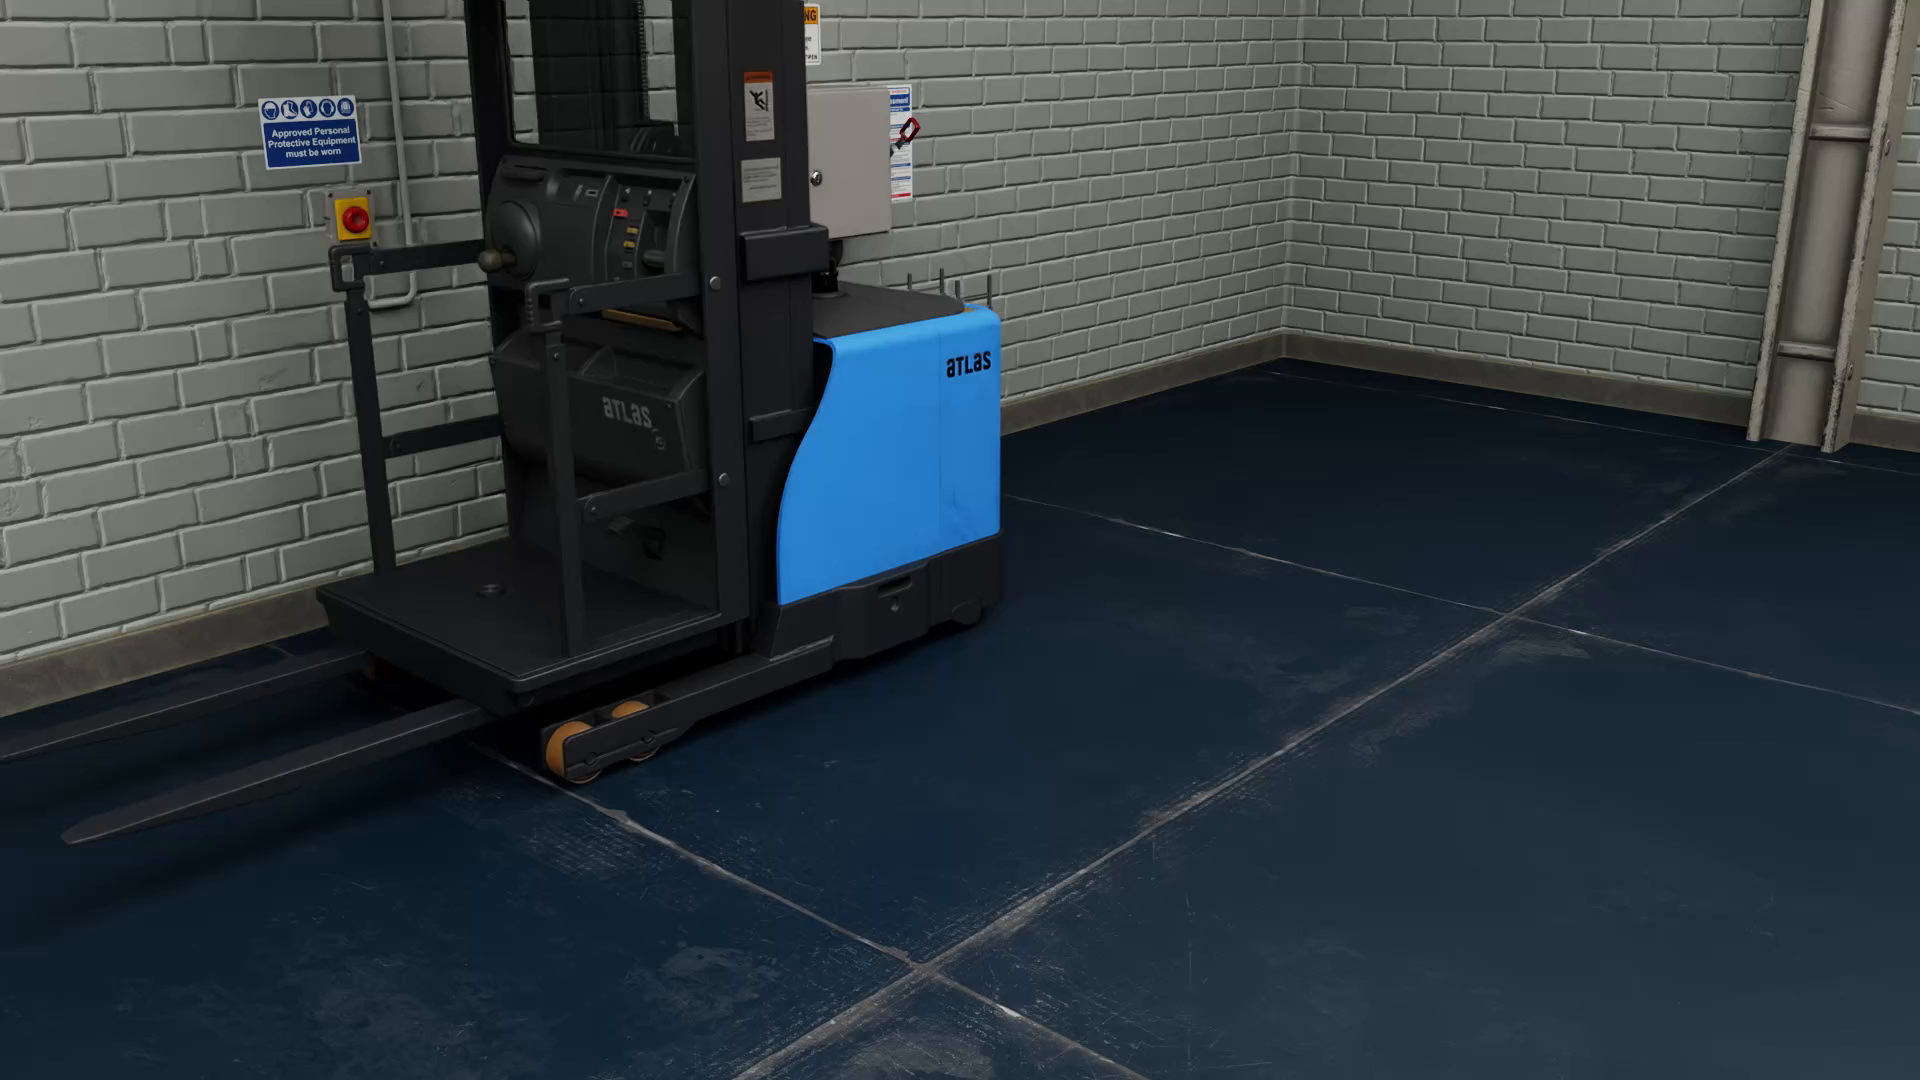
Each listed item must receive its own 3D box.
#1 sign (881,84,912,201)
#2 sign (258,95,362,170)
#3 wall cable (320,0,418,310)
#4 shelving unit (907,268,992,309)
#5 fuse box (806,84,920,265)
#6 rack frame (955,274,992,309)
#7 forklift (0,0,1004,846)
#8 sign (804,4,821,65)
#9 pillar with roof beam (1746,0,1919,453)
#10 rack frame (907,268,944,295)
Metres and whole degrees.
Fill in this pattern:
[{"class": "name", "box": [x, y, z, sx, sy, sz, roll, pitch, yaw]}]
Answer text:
[{"class": "sign", "box": [-0.322, -1.730, 7.262, 0.001, 0.494, 0.329, 15, 23, 39]}, {"class": "sign", "box": [-2.076, -1.306, 5.323, 0.001, 0.218, 0.327, 15, 23, 39]}, {"class": "wall cable", "box": [-1.999, -1.675, 5.201, 0.123, 1.953, 0.585, 15, 23, 39]}, {"class": "shelving unit", "box": [-0.040, -0.511, 6.487, 0.252, 1.050, 0.215, 15, 23, 39]}, {"class": "fuse box", "box": [-0.495, -1.008, 6.959, 0.414, 1.711, 0.539, 15, 23, 39]}, {"class": "rack frame", "box": [0.051, -0.487, 6.410, 0.008, 1.050, 0.200, 15, 23, 39]}, {"class": "forklift", "box": [-1.217, -0.908, 4.626, 1.130, 2.935, 3.031, 16, 23, 40]}, {"class": "sign", "box": [-0.687, -2.045, 6.731, 0.001, 0.242, 0.339, 15, 23, 39]}, {"class": "pillar with roof beam", "box": [1.250, -3.804, 3.721, 0.400, 9.000, 9.100, 15, 23, 39]}, {"class": "rack frame", "box": [-0.131, -0.536, 6.564, 0.008, 1.050, 0.200, 15, 23, 39]}]
